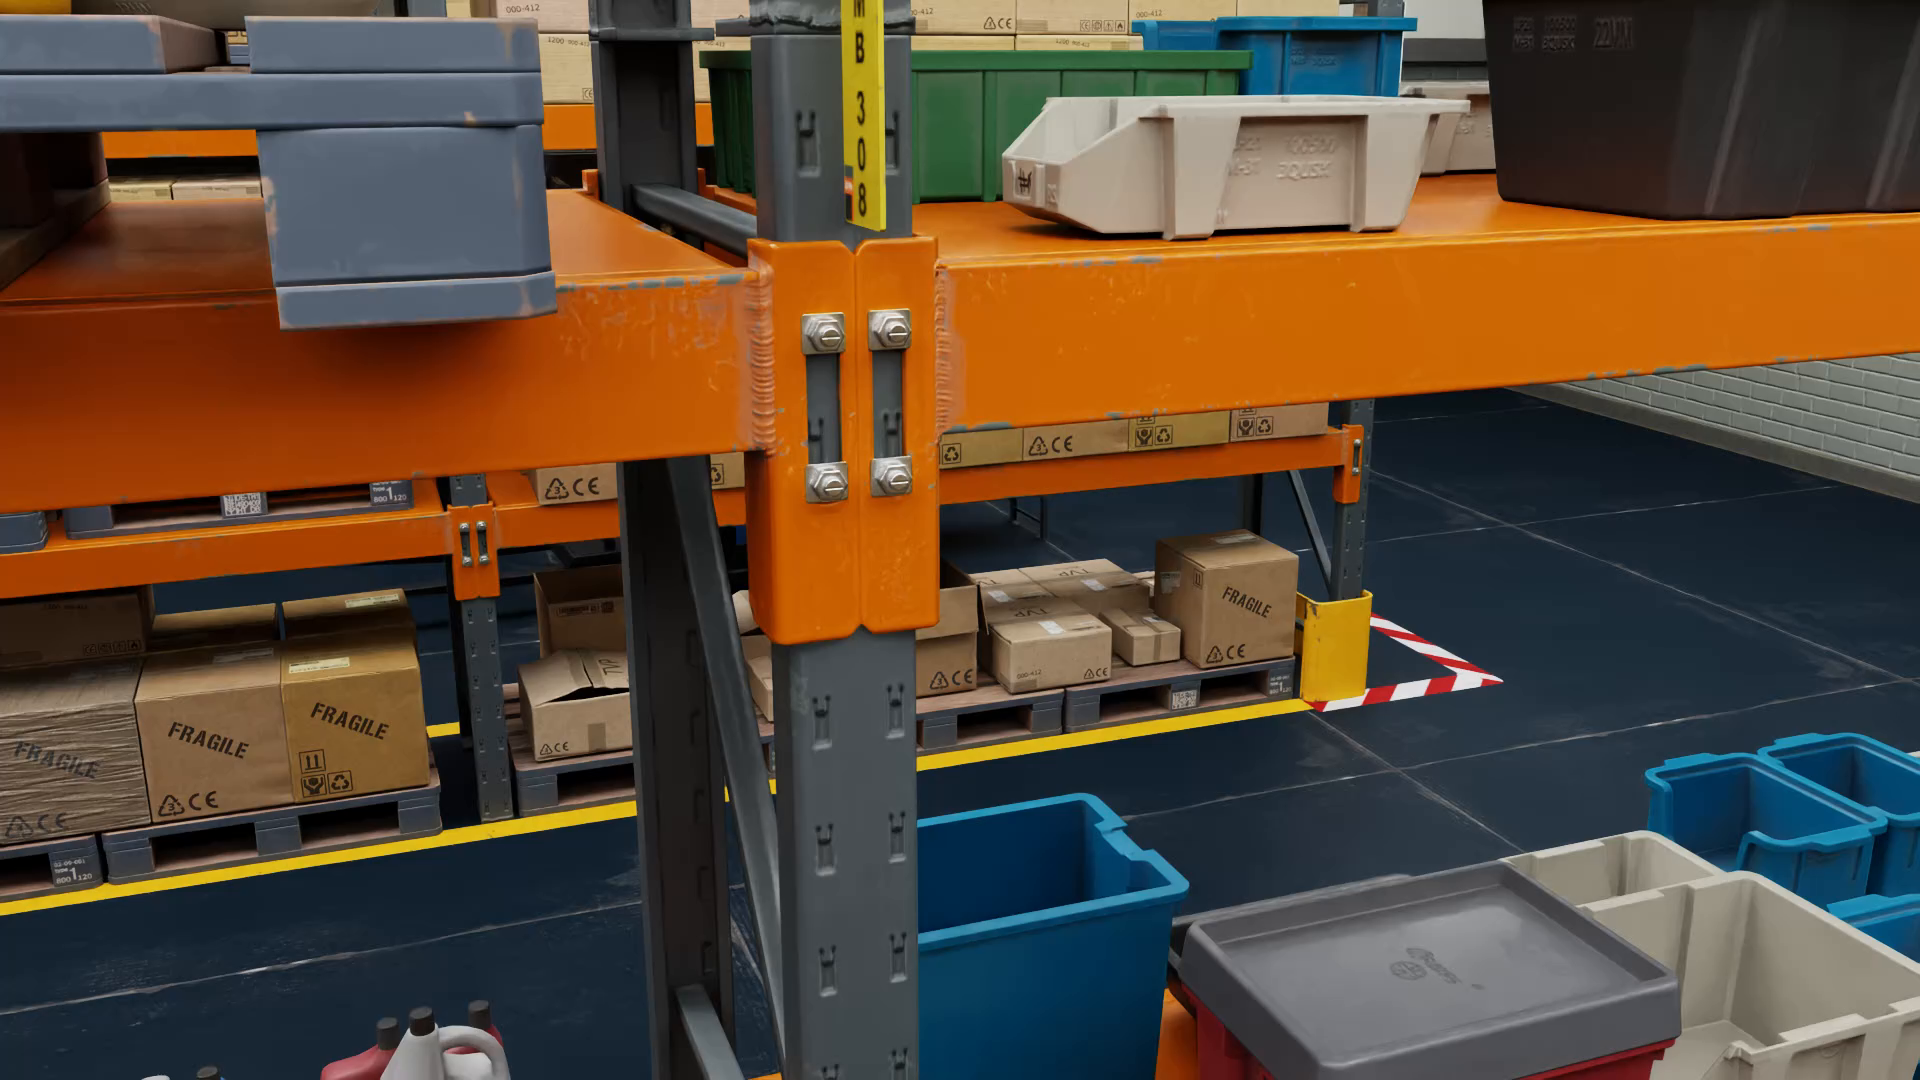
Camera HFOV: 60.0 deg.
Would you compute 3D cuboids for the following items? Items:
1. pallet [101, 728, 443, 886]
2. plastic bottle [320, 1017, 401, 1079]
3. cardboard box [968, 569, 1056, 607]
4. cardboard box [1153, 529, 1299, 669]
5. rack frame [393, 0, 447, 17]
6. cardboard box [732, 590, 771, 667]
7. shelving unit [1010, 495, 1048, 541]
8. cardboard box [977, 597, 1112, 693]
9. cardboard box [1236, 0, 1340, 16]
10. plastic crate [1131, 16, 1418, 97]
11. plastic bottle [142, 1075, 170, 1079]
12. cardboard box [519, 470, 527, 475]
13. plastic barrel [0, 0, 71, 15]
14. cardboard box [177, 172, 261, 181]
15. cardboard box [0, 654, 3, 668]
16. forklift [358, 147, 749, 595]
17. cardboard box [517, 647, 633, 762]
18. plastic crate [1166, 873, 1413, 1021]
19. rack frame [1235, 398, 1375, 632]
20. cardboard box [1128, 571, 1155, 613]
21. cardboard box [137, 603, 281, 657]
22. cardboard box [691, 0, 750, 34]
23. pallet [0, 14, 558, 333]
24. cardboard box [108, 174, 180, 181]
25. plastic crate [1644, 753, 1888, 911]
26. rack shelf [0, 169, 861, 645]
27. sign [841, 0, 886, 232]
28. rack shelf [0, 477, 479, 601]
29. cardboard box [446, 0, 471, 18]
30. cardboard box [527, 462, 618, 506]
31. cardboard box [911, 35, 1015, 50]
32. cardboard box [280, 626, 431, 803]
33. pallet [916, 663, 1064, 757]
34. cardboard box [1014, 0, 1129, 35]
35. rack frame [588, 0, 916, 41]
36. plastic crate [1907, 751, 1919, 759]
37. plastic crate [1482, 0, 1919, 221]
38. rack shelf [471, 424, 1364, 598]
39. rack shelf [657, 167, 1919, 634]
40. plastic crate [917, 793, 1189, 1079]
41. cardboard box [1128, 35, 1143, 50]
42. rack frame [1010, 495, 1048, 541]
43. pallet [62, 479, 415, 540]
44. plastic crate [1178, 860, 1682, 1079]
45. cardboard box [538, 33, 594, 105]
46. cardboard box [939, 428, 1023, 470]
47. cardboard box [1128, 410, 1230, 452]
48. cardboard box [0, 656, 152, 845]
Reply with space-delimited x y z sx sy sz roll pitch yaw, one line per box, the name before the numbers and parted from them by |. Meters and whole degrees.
pallet | -2.792 0.999 6.823 1.213 0.211 1.003 -6 17 -20
plastic bottle | -0.897 0.867 2.531 0.133 0.283 0.061 -6 17 -20
cardboard box | 0.146 0.355 8.166 0.500 0.250 0.500 -6 17 -20
cardboard box | 1.270 0.273 7.999 0.500 0.500 0.500 -6 17 -20
rack frame | -2.046 -3.310 5.898 0.127 3.000 1.000 -6 17 -20
cardboard box | -0.915 0.440 7.767 0.500 0.311 0.500 -6 17 -20
shelving unit | -0.023 -0.723 10.399 1.048 1.500 0.538 -7 18 -22
cardboard box | 0.372 0.481 7.735 0.500 0.250 0.500 -6 17 -20
cardboard box | 1.301 -2.323 7.240 0.500 0.250 0.500 -6 17 -20
plastic crate | 0.459 -0.662 2.503 0.300 0.233 0.416 -6 17 -20
plastic bottle | -1.187 0.915 2.378 0.135 0.276 0.152 -6 17 -20
cardboard box | -1.671 -0.597 7.131 0.500 0.500 0.500 -6 17 -19
plastic barrel | -1.057 -0.713 1.300 0.600 0.588 0.600 0 16 0
cardboard box | -4.831 -2.262 10.906 0.500 0.250 0.500 -6 17 -19
cardboard box | -3.987 0.333 6.464 0.500 0.250 0.500 -7 18 -21
forklift | -1.888 -1.164 9.360 3.031 2.935 1.130 -7 18 -23
cardboard box | -1.576 0.662 7.010 0.500 0.311 0.500 -6 17 -20
plastic crate | 0.672 0.792 2.959 0.590 0.125 0.437 -6 17 -20
rack frame | 1.689 -0.835 8.117 0.127 3.000 1.000 -6 17 -20
cardboard box | 0.942 0.291 8.532 0.250 0.166 0.380 -6 17 -20
cardboard box | -3.079 0.598 6.893 0.500 0.500 0.500 -6 17 -19
cardboard box | -1.037 -2.073 6.389 0.500 0.250 0.500 -6 17 -20
pallet | -0.974 -0.372 1.551 1.003 0.211 1.213 -6 17 -20
cardboard box | -5.297 -2.210 10.729 0.500 0.250 0.500 -7 18 -22
plastic crate | 1.600 0.622 3.347 0.300 0.233 0.416 -6 17 -20
rack shelf | -2.144 -0.020 1.296 4.000 0.370 1.077 -6 17 -20
sign | -0.082 -0.426 1.387 0.005 0.325 0.100 -6 17 -20
rack shelf | -3.913 0.116 6.158 4.000 0.370 1.077 -6 17 -20
cardboard box | -3.082 -3.351 10.706 0.500 0.250 0.500 -6 17 -20
cardboard box | -1.472 -0.459 6.660 0.500 0.500 0.500 -6 17 -19
cardboard box | -0.102 -1.933 6.800 0.500 0.250 0.500 -6 17 -20
cardboard box | -2.404 0.682 6.607 0.500 0.500 0.500 -6 17 -20
pallet | -0.263 0.714 7.794 1.213 0.211 1.003 -6 17 -20
cardboard box | 0.366 -2.223 6.900 0.500 0.250 0.500 -6 17 -20
rack frame | -0.277 -2.006 1.459 0.127 3.000 1.000 -6 17 -20
plastic crate | 2.147 0.584 3.647 0.298 0.136 0.250 -6 17 -20
plastic crate | 0.981 -0.557 2.081 0.590 0.269 0.497 -6 17 -20
rack shelf | -0.178 -0.288 7.531 4.000 0.370 1.077 -6 17 -20
rack shelf | 1.591 -0.423 2.669 4.000 0.370 1.077 -6 17 -20
plastic crate | 0.037 0.714 2.764 0.575 0.384 0.392 -6 17 -20
cardboard box | 0.833 -2.033 7.141 0.500 0.250 0.500 -6 17 -20
rack frame | 0.443 -0.780 10.593 0.032 1.500 0.500 -7 18 -22
pallet | -2.831 -0.287 6.594 1.213 0.211 1.003 -6 17 -20
plastic crate | 0.647 0.789 2.368 0.583 0.464 0.402 -6 17 -20
cardboard box | -1.503 -1.782 6.287 0.500 0.250 0.500 -6 17 -20
cardboard box | -0.053 -0.613 7.184 0.500 0.500 0.500 -6 18 -21
cardboard box | 0.885 -0.713 7.524 0.500 0.500 0.500 -6 17 -20
cardboard box | -3.337 0.780 6.273 0.500 0.500 0.500 -6 17 -19
